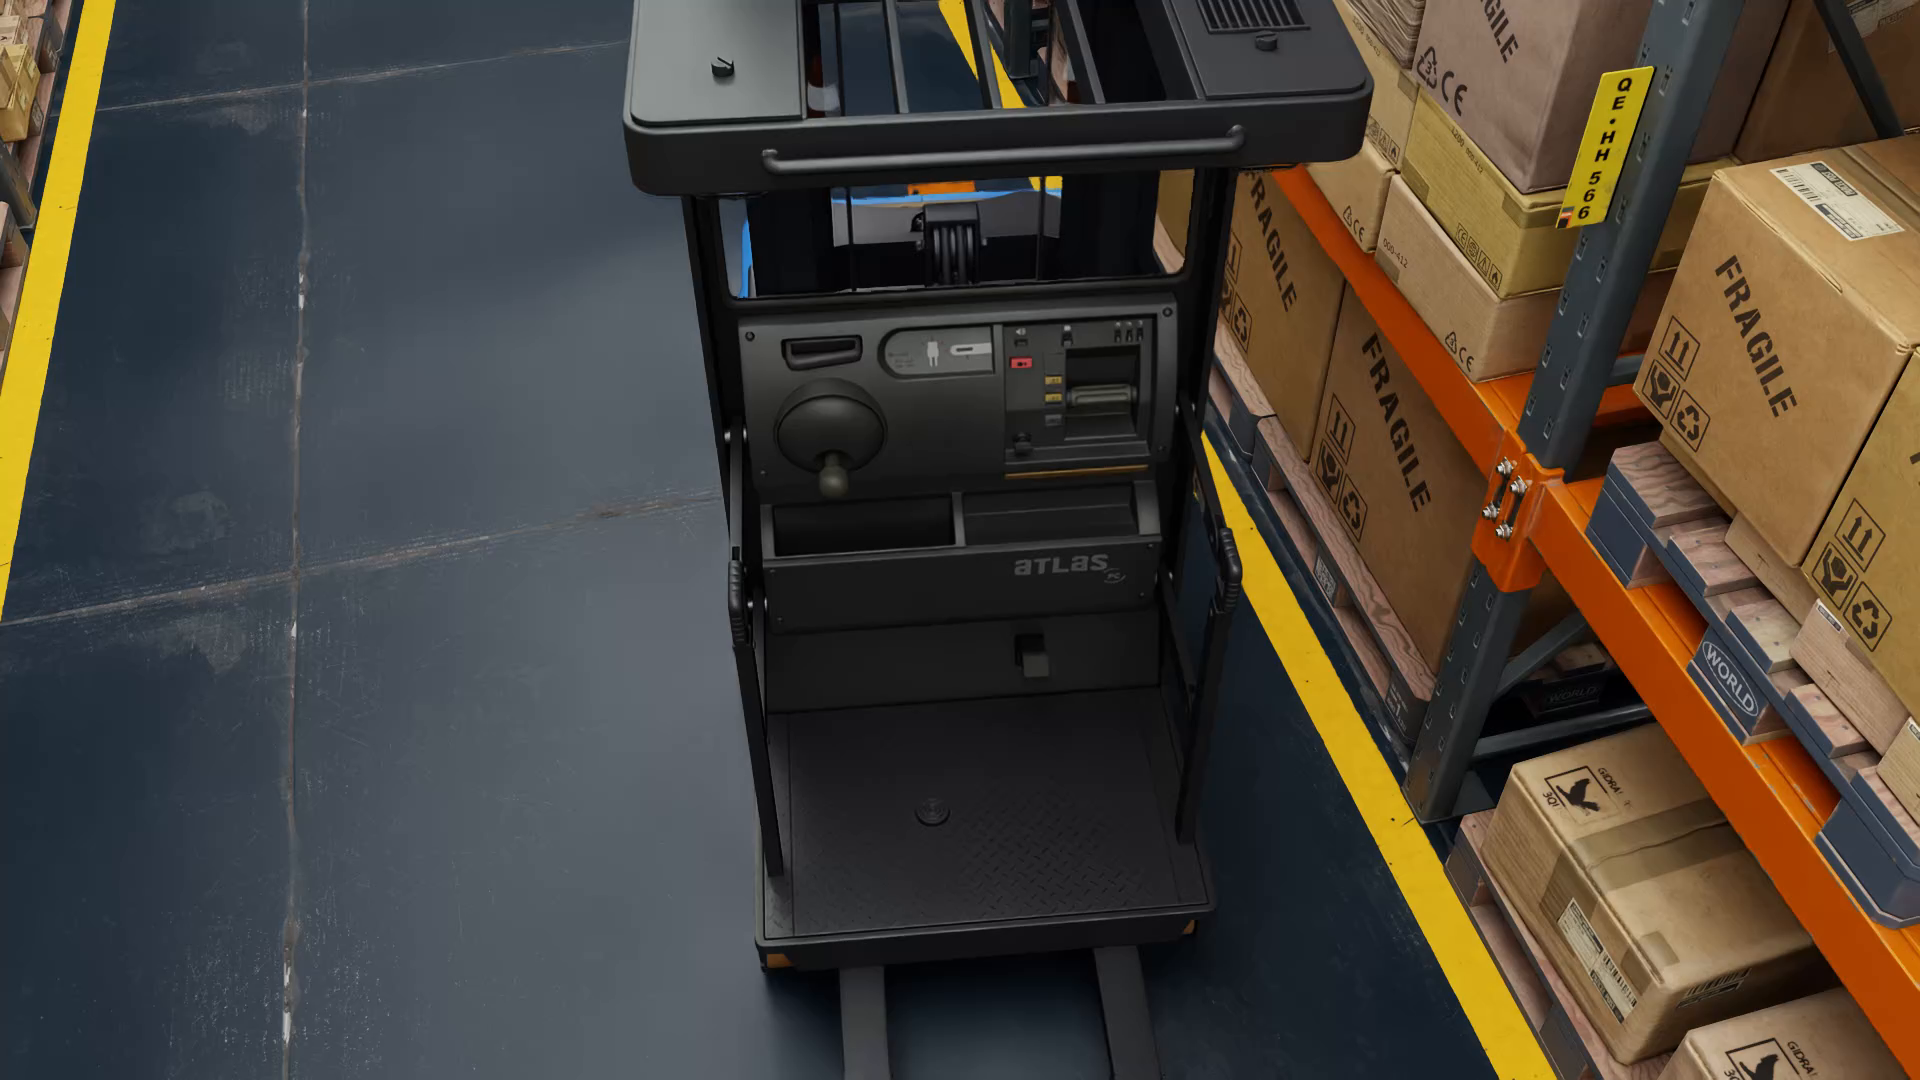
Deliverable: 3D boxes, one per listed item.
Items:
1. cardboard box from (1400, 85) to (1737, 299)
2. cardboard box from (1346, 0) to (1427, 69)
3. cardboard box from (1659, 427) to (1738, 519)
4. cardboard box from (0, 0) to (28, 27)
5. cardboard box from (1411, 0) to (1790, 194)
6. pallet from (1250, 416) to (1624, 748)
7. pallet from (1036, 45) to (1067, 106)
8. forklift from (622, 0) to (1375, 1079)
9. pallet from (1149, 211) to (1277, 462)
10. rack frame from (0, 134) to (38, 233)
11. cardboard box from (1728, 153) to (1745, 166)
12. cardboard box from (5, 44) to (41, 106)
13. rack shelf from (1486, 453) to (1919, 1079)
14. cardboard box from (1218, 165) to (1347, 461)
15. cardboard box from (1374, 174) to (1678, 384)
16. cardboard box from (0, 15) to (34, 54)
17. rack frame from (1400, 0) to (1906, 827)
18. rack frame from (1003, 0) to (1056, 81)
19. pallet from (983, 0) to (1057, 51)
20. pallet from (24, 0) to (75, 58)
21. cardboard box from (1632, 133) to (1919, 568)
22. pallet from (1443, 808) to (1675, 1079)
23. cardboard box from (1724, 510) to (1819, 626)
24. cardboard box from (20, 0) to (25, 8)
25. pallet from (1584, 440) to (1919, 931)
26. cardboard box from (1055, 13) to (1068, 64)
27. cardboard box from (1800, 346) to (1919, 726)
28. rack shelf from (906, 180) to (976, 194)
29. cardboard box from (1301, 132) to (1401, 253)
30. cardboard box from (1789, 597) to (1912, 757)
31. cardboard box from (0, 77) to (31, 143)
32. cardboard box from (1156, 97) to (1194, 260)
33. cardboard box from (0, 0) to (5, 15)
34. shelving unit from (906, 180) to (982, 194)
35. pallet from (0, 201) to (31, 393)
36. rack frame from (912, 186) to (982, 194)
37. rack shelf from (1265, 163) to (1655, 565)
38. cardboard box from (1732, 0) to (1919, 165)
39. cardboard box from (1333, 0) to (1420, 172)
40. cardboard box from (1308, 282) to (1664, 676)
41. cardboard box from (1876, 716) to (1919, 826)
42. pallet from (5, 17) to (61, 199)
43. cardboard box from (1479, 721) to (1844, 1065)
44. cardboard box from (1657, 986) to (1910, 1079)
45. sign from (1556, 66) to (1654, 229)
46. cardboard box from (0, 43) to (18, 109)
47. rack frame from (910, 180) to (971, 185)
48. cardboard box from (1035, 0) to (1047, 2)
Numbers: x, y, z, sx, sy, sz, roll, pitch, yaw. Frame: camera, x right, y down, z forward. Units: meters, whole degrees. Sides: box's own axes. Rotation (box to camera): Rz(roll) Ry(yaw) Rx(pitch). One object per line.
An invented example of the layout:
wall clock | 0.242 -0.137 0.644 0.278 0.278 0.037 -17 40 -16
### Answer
cardboard box | 1.340 -0.820 3.708 0.500 0.250 0.500 -11 47 -10
cardboard box | 1.185 -1.456 3.807 0.500 0.500 0.500 -10 46 -10
cardboard box | 1.613 -0.210 3.237 0.380 0.149 0.250 -13 47 -13
cardboard box | -4.151 -2.167 6.976 0.380 0.149 0.250 -12 47 -11
cardboard box | 1.325 -1.103 3.461 0.500 0.500 0.500 -12 47 -11
pallet | 1.581 0.009 5.094 1.003 0.211 1.213 -11 47 -10
pallet | 0.956 -1.676 6.745 1.003 0.211 1.213 -11 47 -10
forklift | 0.025 -0.212 3.406 1.130 2.935 3.031 -4 46 -4
pallet | 1.272 -0.832 5.918 1.003 0.211 1.213 -11 47 -10
rack frame | -4.073 -2.196 5.302 1.000 3.000 0.127 -11 47 -10
cardboard box | 1.819 -0.927 3.813 0.500 0.250 0.500 -11 47 -11
cardboard box | -3.924 -1.839 6.654 0.380 0.149 0.250 -9 46 -9
rack shelf | 2.222 1.223 2.455 1.077 0.370 4.000 -11 47 -10
cardboard box | 1.389 -0.921 5.246 0.875 0.875 0.875 -10 46 -10
cardboard box | 1.329 -0.658 3.900 0.500 0.250 0.500 -12 47 -12
cardboard box | -4.038 -2.001 6.813 0.380 0.149 0.250 -11 47 -11
rack frame | 1.710 -0.409 3.551 1.000 3.000 0.127 -11 47 -10
rack frame | 0.686 -3.171 6.257 1.000 3.000 0.127 -11 47 -10
pallet | 0.567 -2.734 7.782 1.003 0.211 1.213 -11 47 -10
pallet | -4.595 -2.521 7.573 1.003 0.211 1.213 -11 47 -10
cardboard box | 1.601 -0.342 2.913 0.500 0.500 0.500 -12 47 -11
pallet | 1.908 1.107 4.018 1.003 0.211 1.213 -11 47 -10
cardboard box | 1.653 -0.009 3.040 0.380 0.149 0.250 -13 47 -13
cardboard box | -4.254 -2.347 7.152 0.380 0.149 0.250 -13 47 -12
pallet | 1.995 0.130 3.156 1.213 0.211 1.003 -11 47 -10
cardboard box | 0.922 -2.161 6.461 0.875 0.875 0.875 -9 46 -9
cardboard box | 1.742 0.016 2.562 0.500 0.500 0.500 -9 46 -8
rack shelf | -0.047 -0.920 5.034 0.215 0.259 0.240 -4 46 -4
cardboard box | 1.183 -1.008 4.243 0.500 0.250 0.500 -10 46 -10
cardboard box | 1.679 0.189 2.847 0.380 0.149 0.250 -14 47 -13
cardboard box | -3.856 -1.655 6.474 0.380 0.149 0.250 -13 47 -12
cardboard box | 1.161 -1.539 5.851 0.875 0.875 0.875 -9 46 -9
cardboard box | -4.172 -2.265 6.863 0.380 0.149 0.250 -13 47 -12
shelving unit | -0.047 -0.728 5.229 0.215 1.050 0.252 -4 46 -4
pallet | -3.873 -0.683 5.771 1.003 0.211 1.213 -11 47 -10
rack frame | -0.036 -0.642 5.144 0.200 1.050 0.008 -4 46 -4
rack shelf | 1.198 -1.538 5.161 1.077 0.370 4.000 -11 47 -10
cardboard box | 1.820 -1.179 3.536 0.500 0.500 0.500 -12 47 -12
cardboard box | 1.205 -1.173 4.054 0.500 0.250 0.500 -12 47 -11
cardboard box | 1.613 -0.305 4.642 0.875 0.875 0.875 -11 47 -11
cardboard box | 1.729 0.382 2.657 0.380 0.149 0.250 -10 47 -10
pallet | -4.280 -1.677 6.746 1.003 0.211 1.213 -11 47 -10
cardboard box | 1.845 0.755 3.955 0.950 0.372 0.625 -14 47 -13
cardboard box | 2.041 1.263 3.457 0.950 0.372 0.625 -12 47 -11
sign | 1.174 -0.711 3.036 0.100 0.325 0.005 -11 47 -10
cardboard box | -3.857 -1.758 6.367 0.380 0.149 0.250 -9 46 -8
rack frame | -0.059 -0.815 5.314 0.200 1.050 0.008 -4 46 -4
cardboard box | 0.629 -2.874 7.466 0.875 0.438 0.875 -11 47 -11
